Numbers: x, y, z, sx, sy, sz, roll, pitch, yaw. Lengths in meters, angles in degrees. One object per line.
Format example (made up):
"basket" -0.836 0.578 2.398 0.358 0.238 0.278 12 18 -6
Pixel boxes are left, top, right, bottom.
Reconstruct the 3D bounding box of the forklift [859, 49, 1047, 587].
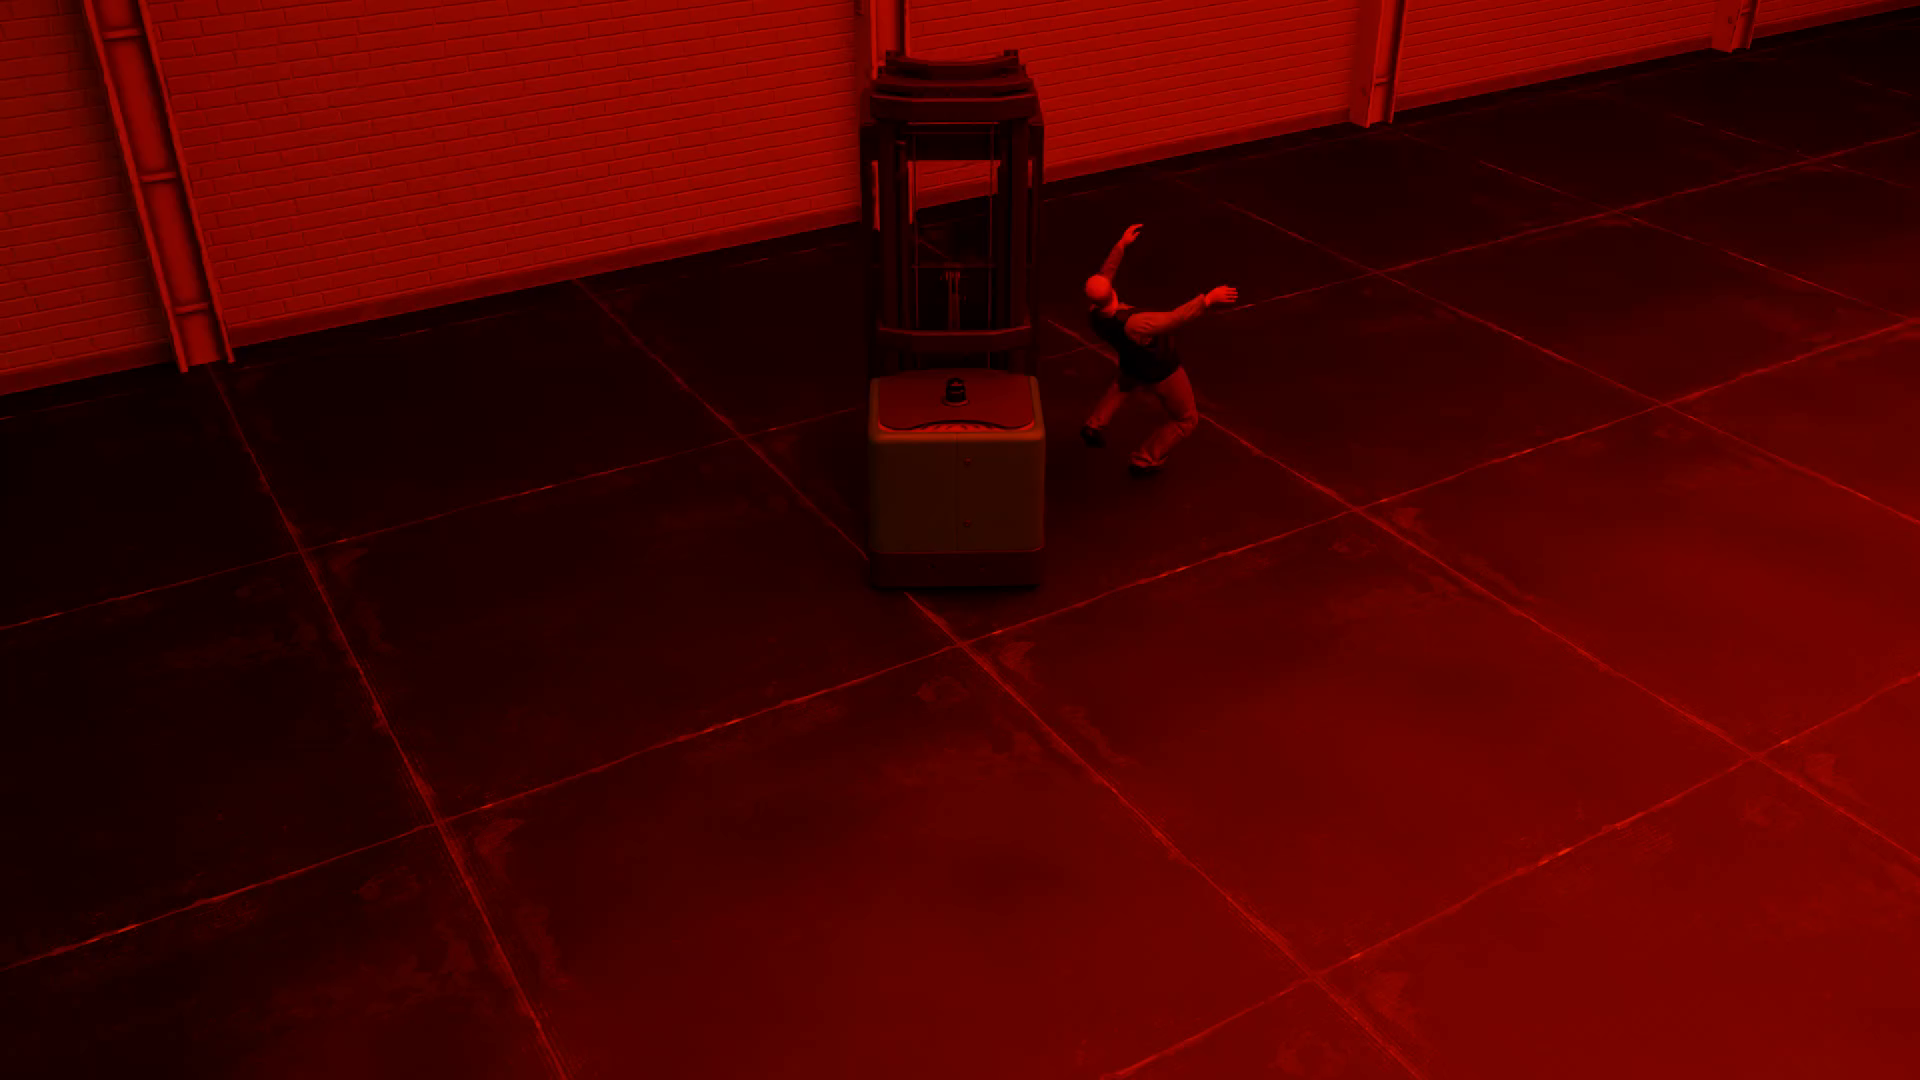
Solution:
"forklift" -0.056 -1.696 10.480 1.130 2.935 3.031 -1 31 -1

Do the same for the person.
"person" 1.222 -1.157 10.837 0.672 1.590 1.000 -25 39 -35
